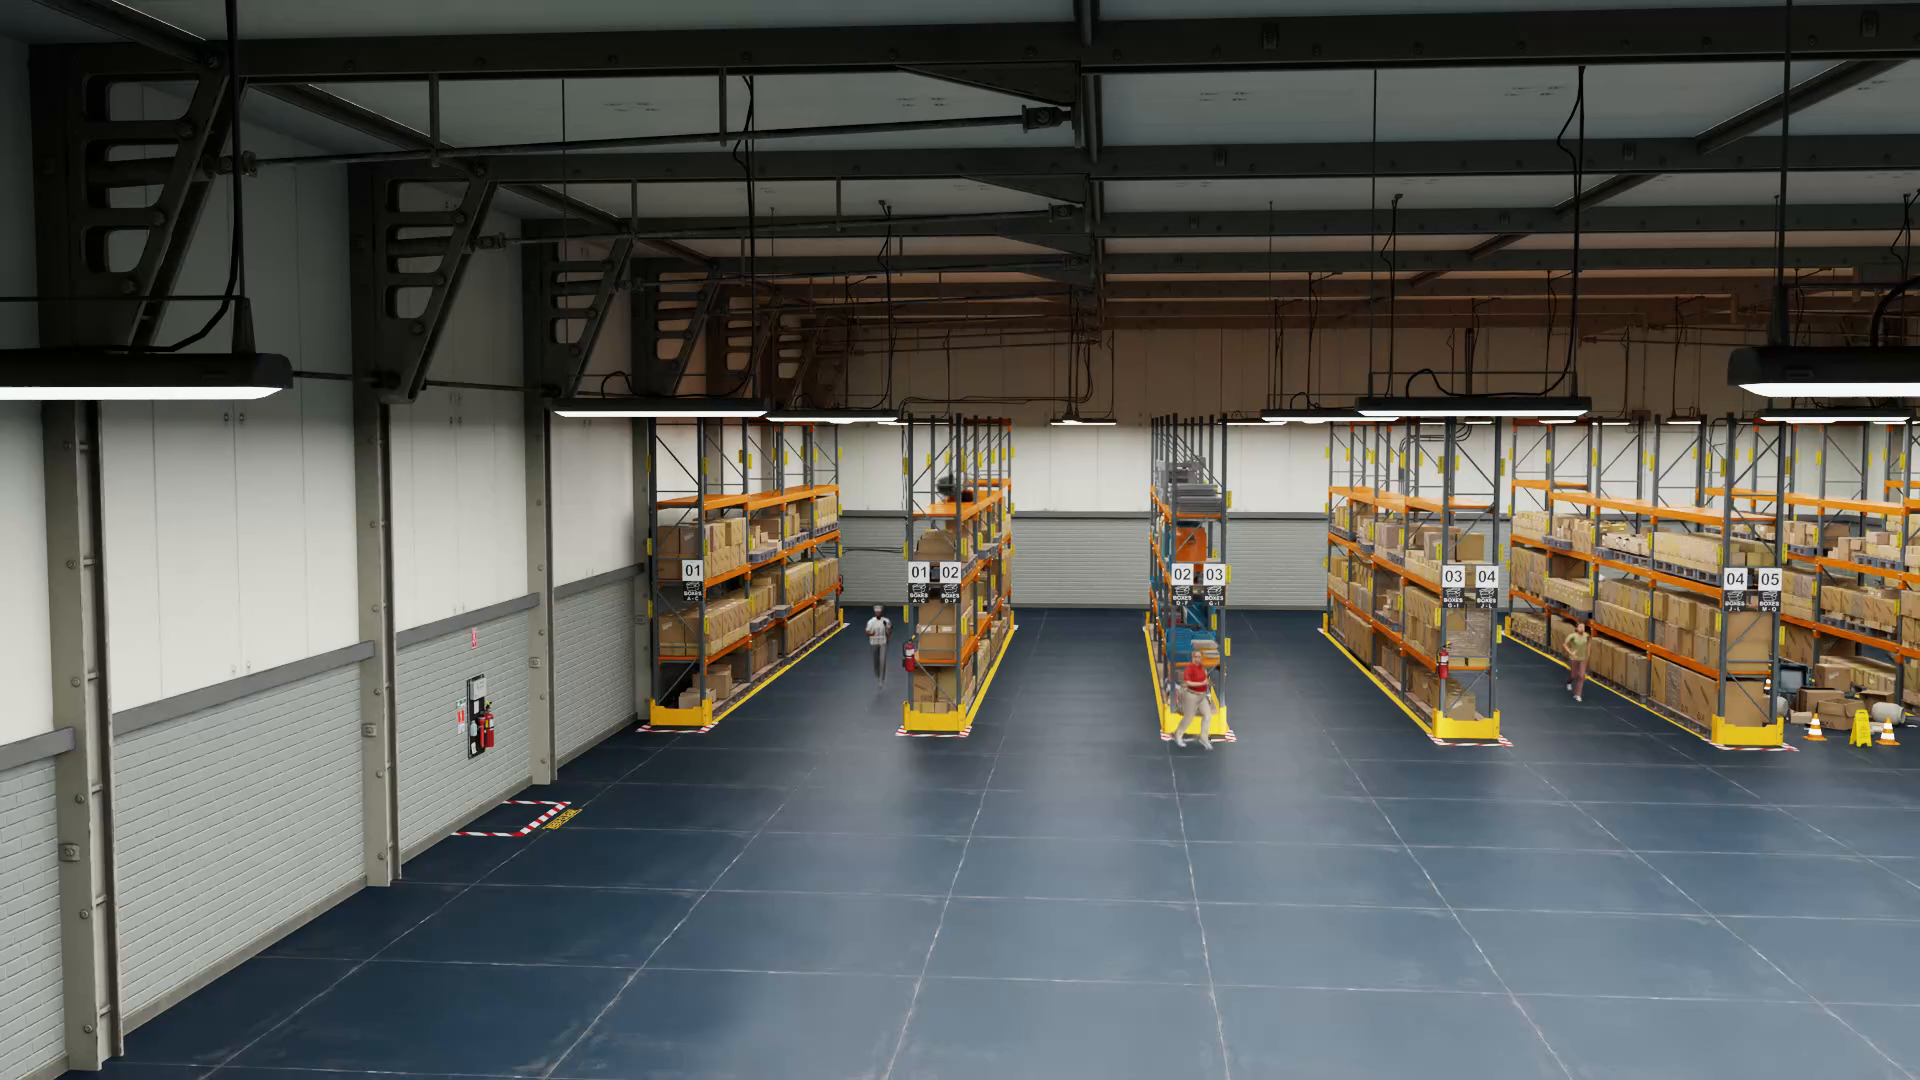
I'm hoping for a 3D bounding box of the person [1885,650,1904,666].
[{"bbox_3d":[21.691,2.268,38.408,0.704,1.734,0.724,0,4,4],"label":"person"}]

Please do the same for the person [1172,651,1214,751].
[{"bbox_3d":[4.174,2.871,29.661,0.811,1.803,0.678,3,5,41],"label":"person"}]

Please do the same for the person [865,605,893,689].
[{"bbox_3d":[-1.722,2.235,35.282,0.576,1.726,0.853,0,4,1],"label":"person"}]

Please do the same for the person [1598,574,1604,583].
[{"bbox_3d":[17.364,1.792,45.315,0.716,1.739,0.591,-1,4,-12],"label":"person"}]

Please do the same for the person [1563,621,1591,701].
[{"bbox_3d":[13.089,2.538,35.245,0.603,1.657,0.876,0,4,0],"label":"person"}]
